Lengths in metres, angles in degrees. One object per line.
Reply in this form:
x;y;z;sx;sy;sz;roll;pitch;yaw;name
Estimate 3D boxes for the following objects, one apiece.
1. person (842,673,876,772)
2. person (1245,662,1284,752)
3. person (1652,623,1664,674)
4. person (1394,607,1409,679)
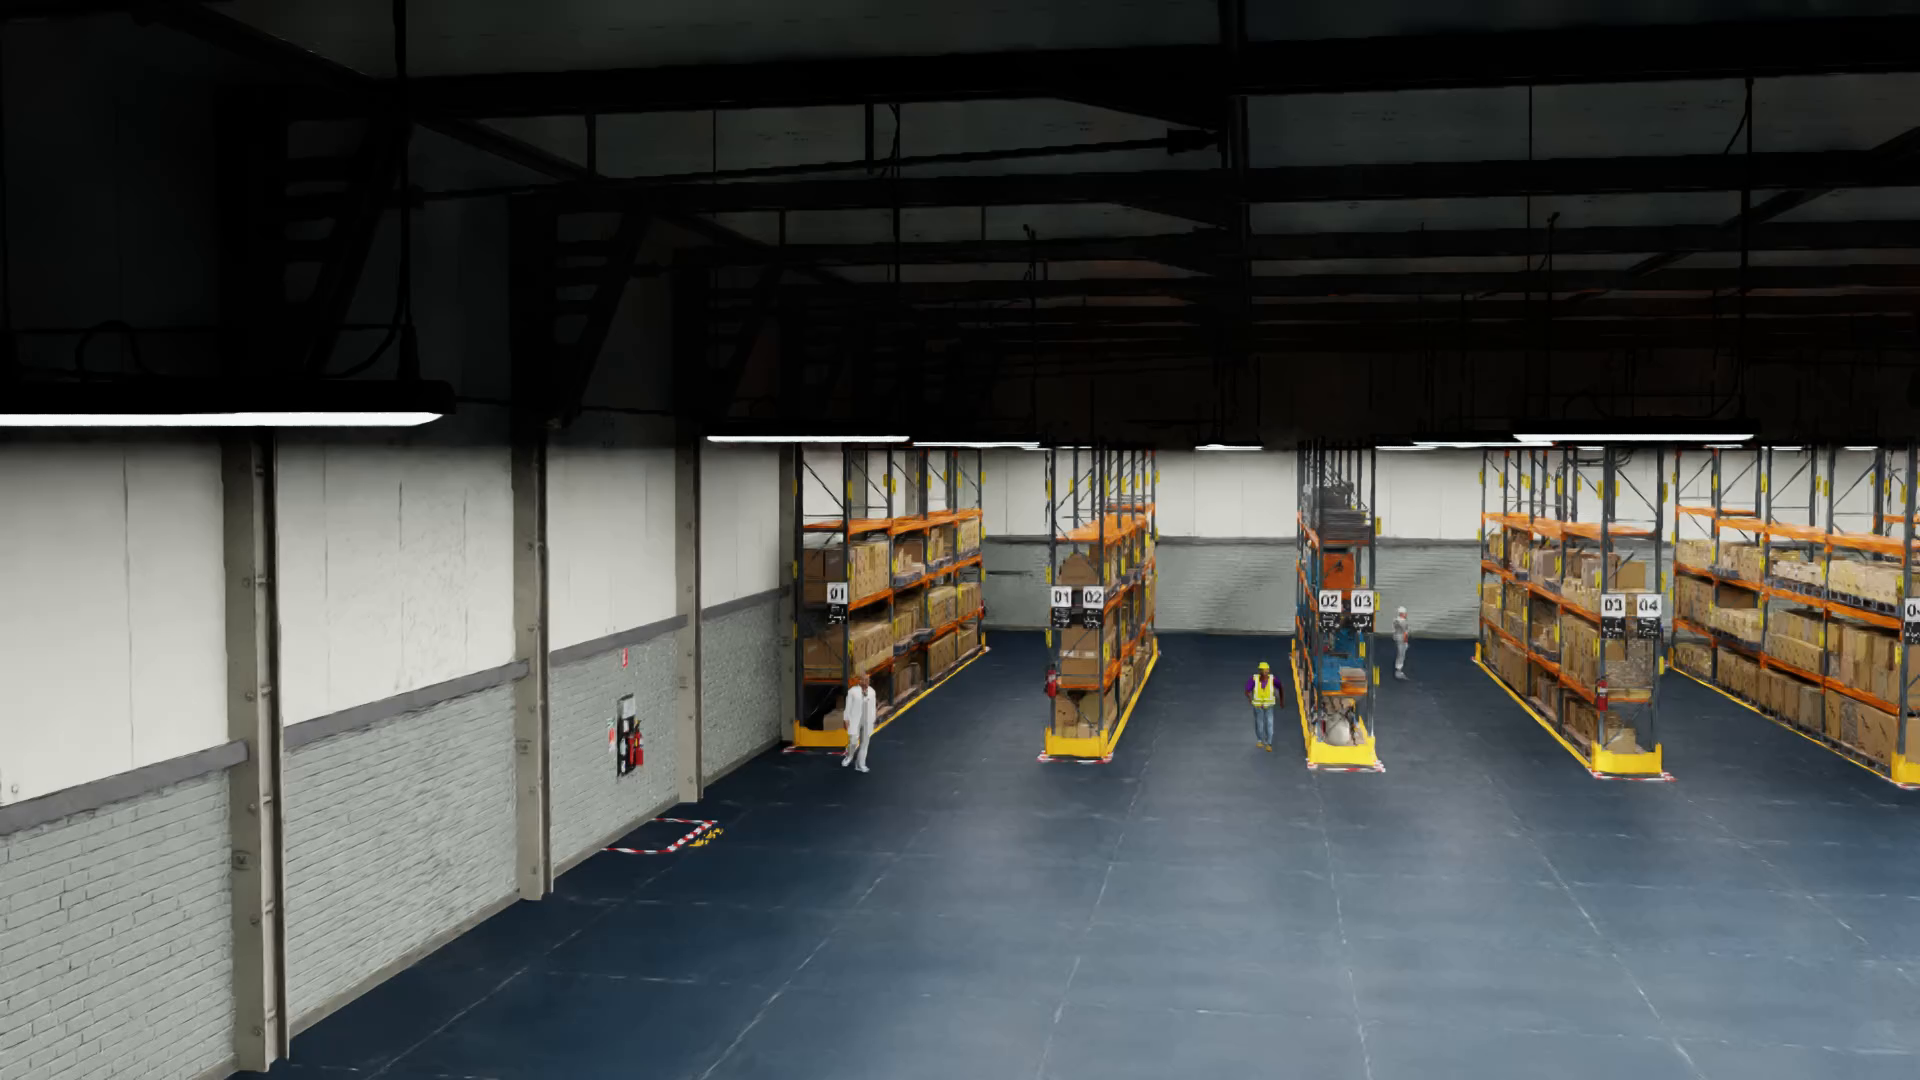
-1.812;3.258;29.877;0.618;1.772;0.567;-1;3;-25;person
5.856;3.174;32.033;0.734;1.697;0.856;1;3;15;person
17.781;2.675;42.747;0.592;1.590;0.513;0;3;8;person
11.177;2.582;42.043;0.398;1.793;0.659;0;3;-8;person
